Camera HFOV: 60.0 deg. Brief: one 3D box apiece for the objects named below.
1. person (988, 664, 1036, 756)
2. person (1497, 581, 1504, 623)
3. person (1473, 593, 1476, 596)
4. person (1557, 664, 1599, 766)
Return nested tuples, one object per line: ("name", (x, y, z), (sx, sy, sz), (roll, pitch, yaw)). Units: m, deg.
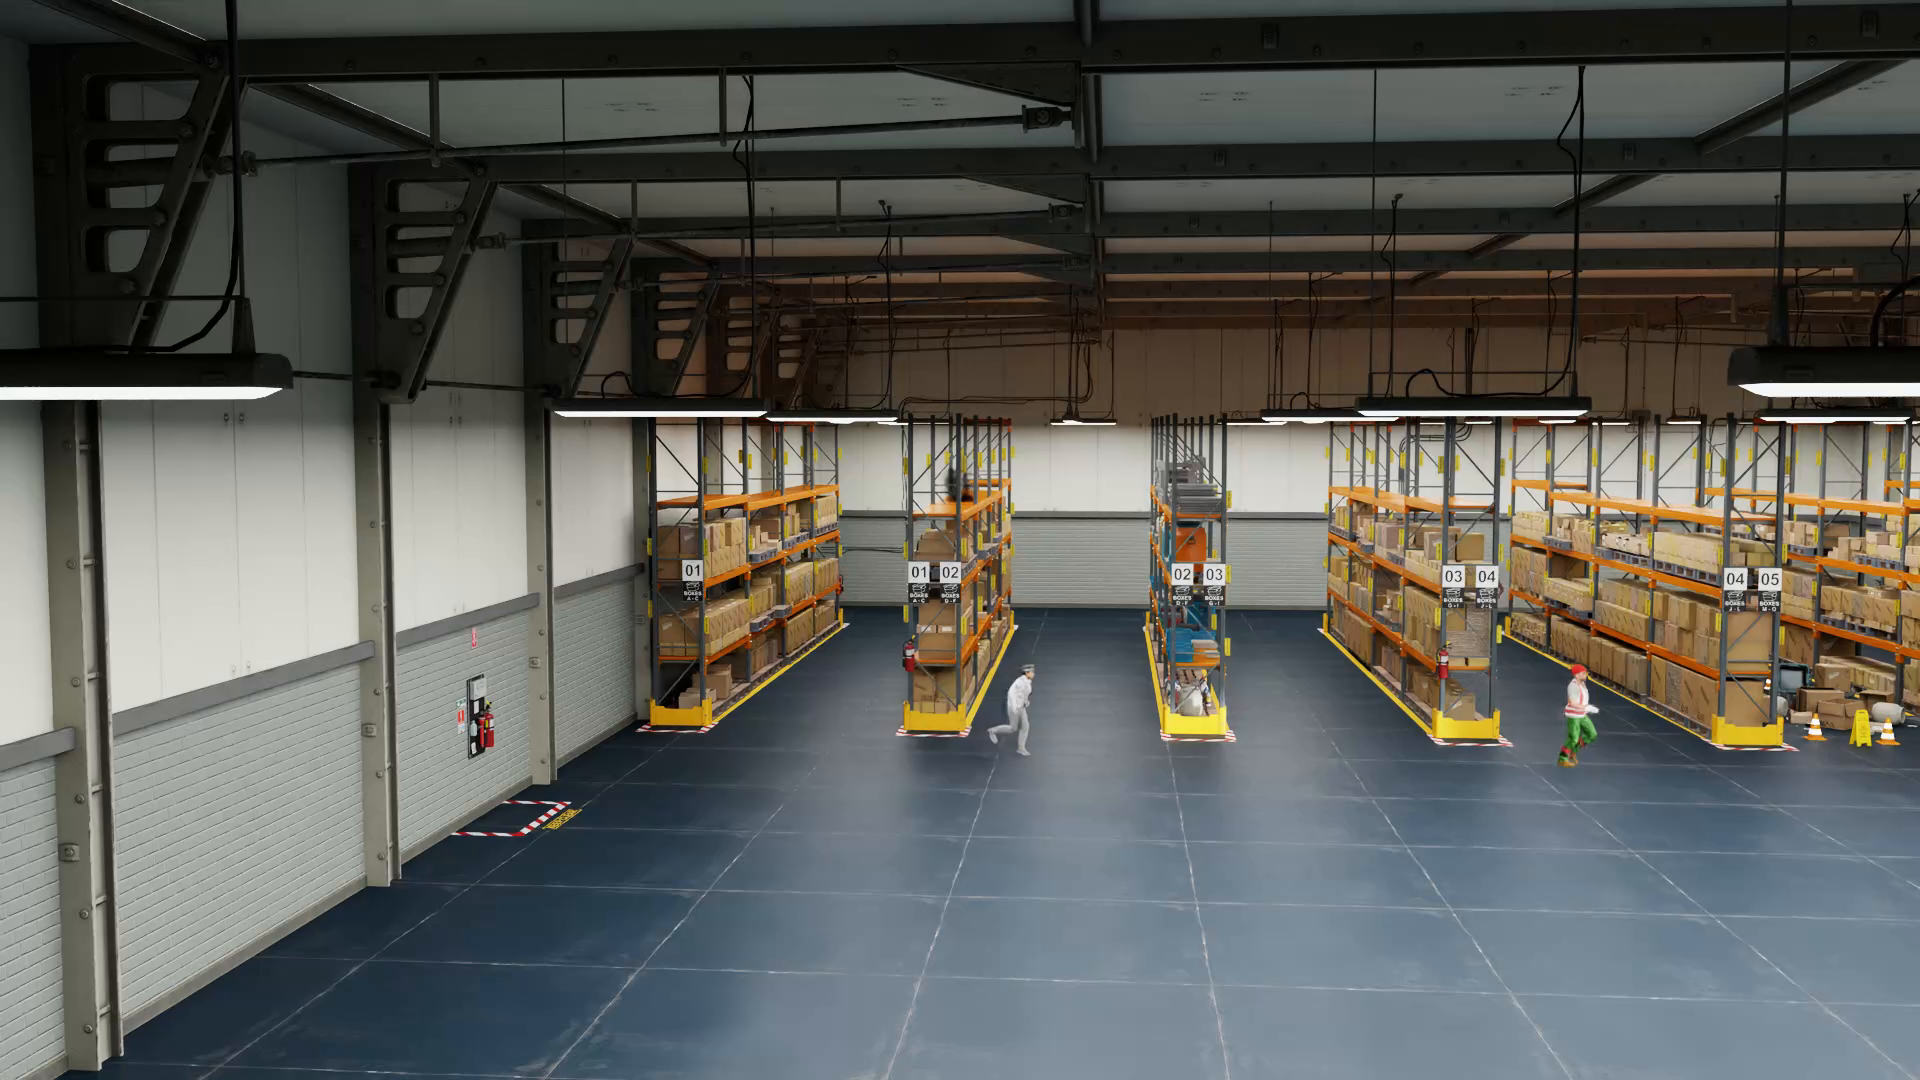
("person", (0.921, 2.972, 29.299), (0.869, 1.632, 0.623), (1, 4, 19))
("person", (14.961, 1.675, 47.457), (0.983, 1.710, 0.854), (1, 4, 11))
("person", (13.785, 1.932, 44.003), (0.693, 1.742, 1.032), (0, 4, -3))
("person", (10.419, 2.955, 27.951), (0.700, 1.739, 0.654), (4, 5, 43))
